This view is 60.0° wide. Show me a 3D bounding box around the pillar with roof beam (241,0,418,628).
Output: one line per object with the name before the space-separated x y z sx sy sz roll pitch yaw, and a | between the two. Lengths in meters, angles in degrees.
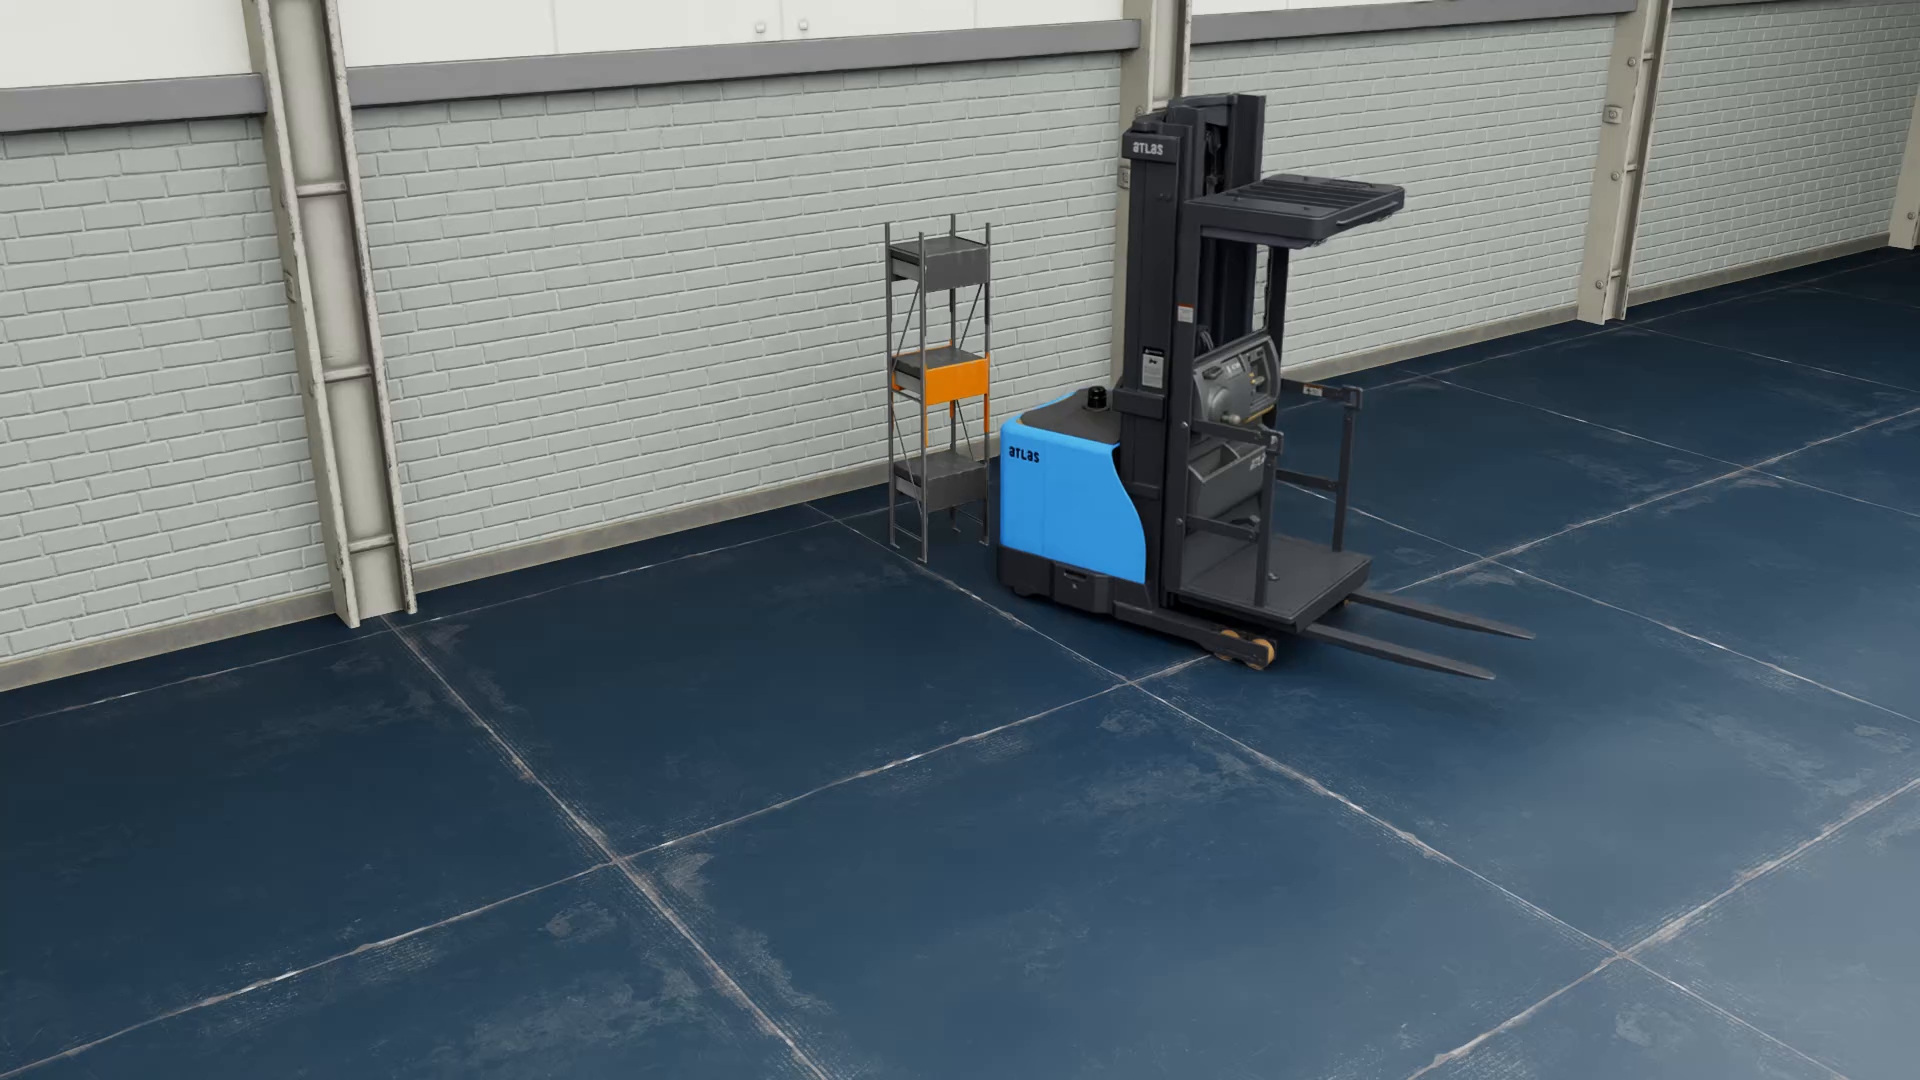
pillar with roof beam | -0.940 -2.462 4.925 0.400 9.000 9.100 -15 26 -33

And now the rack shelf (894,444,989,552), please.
rack shelf | -0.134 -0.277 10.682 0.480 0.518 0.431 -15 26 -33

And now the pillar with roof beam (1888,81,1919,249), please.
pillar with roof beam | 13.671 -6.358 14.689 0.400 9.000 9.100 -15 26 -33

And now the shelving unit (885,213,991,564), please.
shelving unit | -0.134 -0.939 10.417 0.503 2.100 0.431 -15 26 -33

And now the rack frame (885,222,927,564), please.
rack frame | -0.332 -0.887 10.285 0.015 2.100 0.400 -15 26 -33

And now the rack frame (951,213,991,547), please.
rack frame | 0.064 -0.992 10.550 0.015 2.100 0.400 -15 26 -33

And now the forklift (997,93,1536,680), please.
forklift | 1.709 -0.874 9.133 3.031 2.935 1.130 15 26 34

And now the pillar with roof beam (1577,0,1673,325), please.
pillar with roof beam | 8.801 -5.060 11.435 0.400 9.000 9.100 -15 26 -33

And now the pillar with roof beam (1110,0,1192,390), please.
pillar with roof beam | 3.930 -3.761 8.180 0.400 9.000 9.100 -15 26 -33

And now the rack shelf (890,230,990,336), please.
rack shelf | -0.134 -1.577 10.163 0.480 0.518 0.431 -15 26 -33

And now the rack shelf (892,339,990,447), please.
rack shelf | -0.134 -0.927 10.422 0.480 0.518 0.431 -15 26 -33
